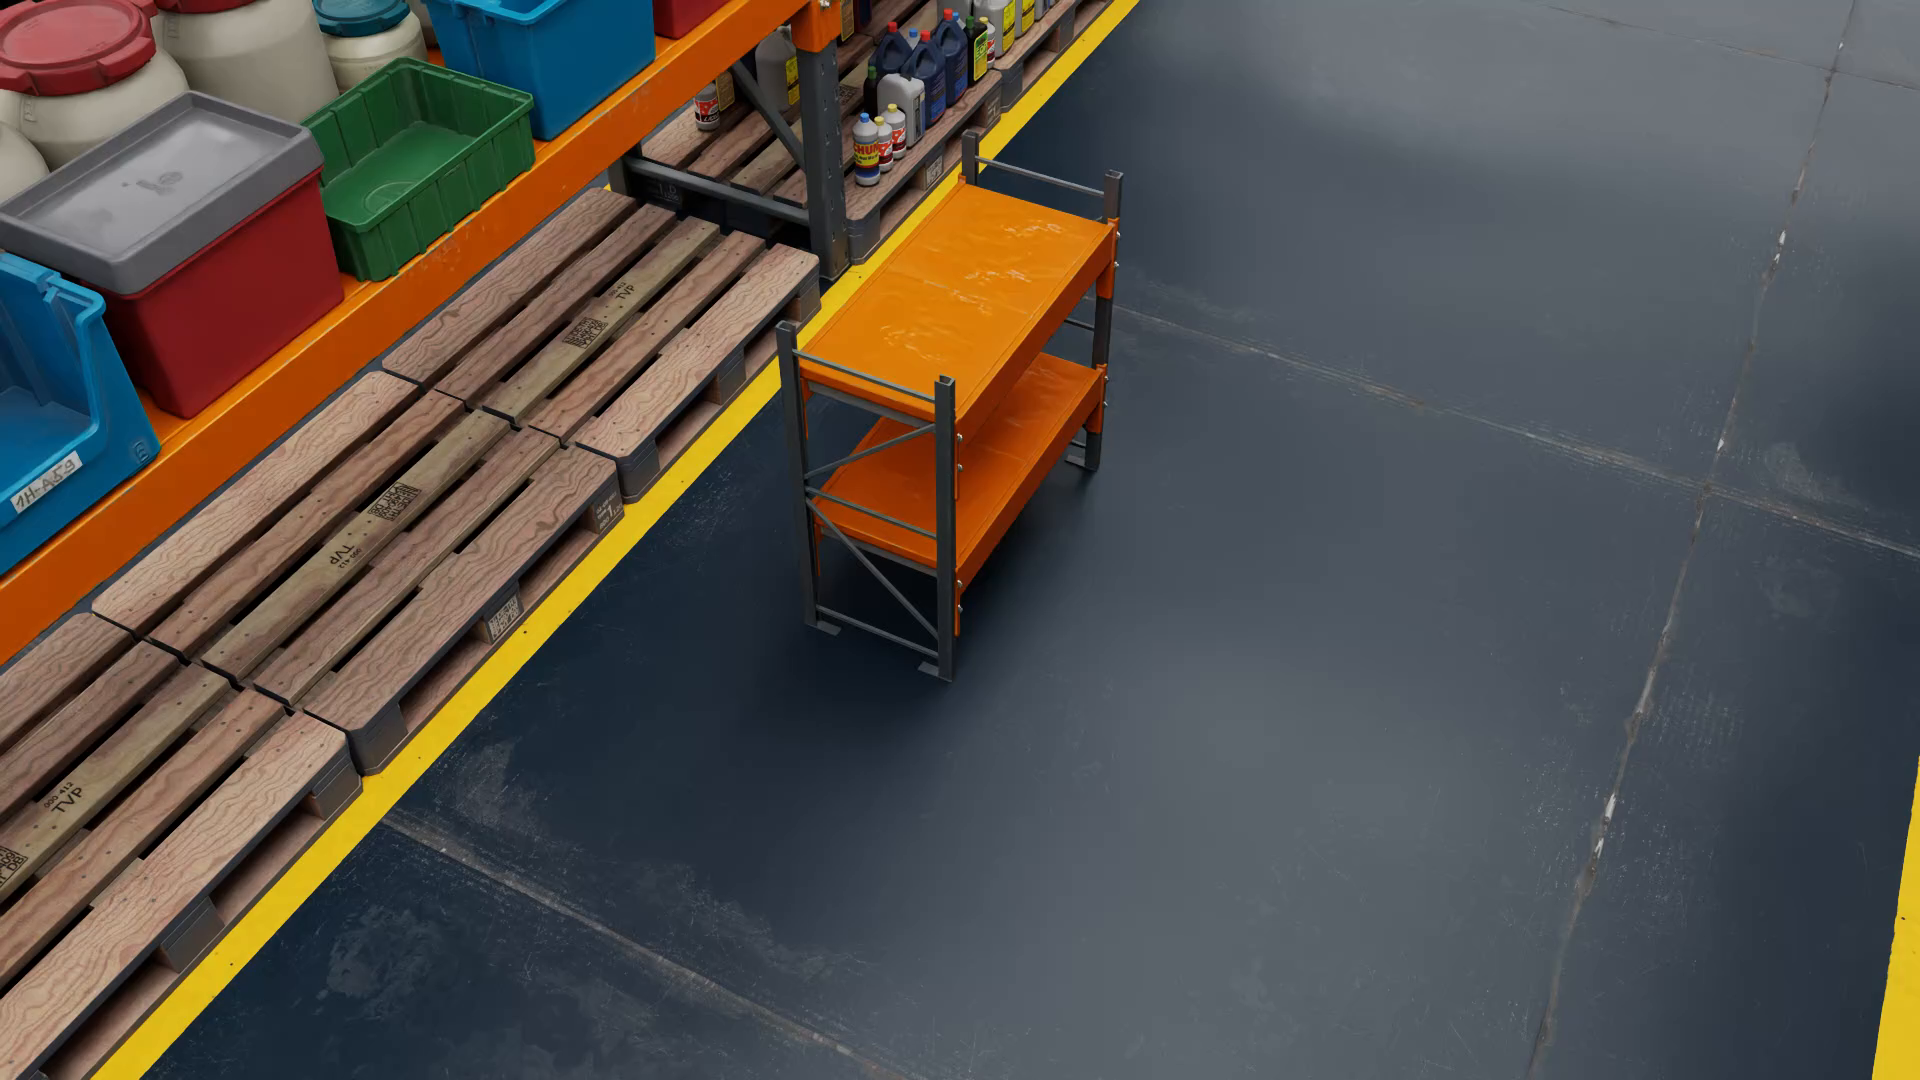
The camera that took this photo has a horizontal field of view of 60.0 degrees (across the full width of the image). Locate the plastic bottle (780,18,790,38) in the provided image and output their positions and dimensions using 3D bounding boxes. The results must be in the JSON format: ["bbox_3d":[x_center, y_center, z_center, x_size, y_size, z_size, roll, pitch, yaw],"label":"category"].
[{"bbox_3d":[-0.753,-2.057,6.727,0.144,0.351,0.185,18,48,17],"label":"plastic bottle"}]

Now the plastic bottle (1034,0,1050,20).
[{"bbox_3d":[0.301,-2.390,7.109,0.152,0.276,0.135,19,48,18],"label":"plastic bottle"}]

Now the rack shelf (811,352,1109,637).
[{"bbox_3d":[-0.003,-0.219,5.020,0.538,0.278,1.000,20,49,19],"label":"rack shelf"}]

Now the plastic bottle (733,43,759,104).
[{"bbox_3d":[-0.842,-1.936,6.608,0.144,0.351,0.185,19,48,18],"label":"plastic bottle"}]

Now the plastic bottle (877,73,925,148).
[{"bbox_3d":[-0.224,-1.678,6.405,0.152,0.276,0.135,22,49,20],"label":"plastic bottle"}]

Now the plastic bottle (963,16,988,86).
[{"bbox_3d":[0.057,-1.992,6.710,0.061,0.283,0.133,23,50,21],"label":"plastic bottle"}]

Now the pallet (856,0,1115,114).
[{"bbox_3d":[0.028,-2.412,7.486,1.003,0.211,1.213,20,49,19],"label":"pallet"}]

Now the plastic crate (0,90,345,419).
[{"bbox_3d":[-1.722,-0.631,3.720,0.402,0.464,0.583,20,49,19],"label":"plastic crate"}]

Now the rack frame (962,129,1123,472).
[{"bbox_3d":[0.233,-0.711,5.162,0.500,1.125,0.032,20,49,19],"label":"rack frame"}]

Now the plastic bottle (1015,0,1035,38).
[{"bbox_3d":[0.227,-2.311,6.978,0.144,0.351,0.185,22,49,21],"label":"plastic bottle"}]

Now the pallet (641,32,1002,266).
[{"bbox_3d":[-0.537,-1.641,6.723,1.003,0.211,1.213,20,49,19],"label":"pallet"}]

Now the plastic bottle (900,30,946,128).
[{"bbox_3d":[-0.144,-1.807,6.480,0.144,0.351,0.185,22,49,20],"label":"plastic bottle"}]

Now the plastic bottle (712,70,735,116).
[{"bbox_3d":[-0.955,-1.824,6.544,0.061,0.283,0.133,23,50,21],"label":"plastic bottle"}]

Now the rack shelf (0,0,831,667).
[{"bbox_3d":[-1.815,-0.699,4.338,1.077,0.370,4.000,20,49,19],"label":"rack shelf"}]

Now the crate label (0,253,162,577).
[{"bbox_3d":[-2.042,-0.241,3.354,0.502,0.435,0.616,20,49,19],"label":"crate label"}]

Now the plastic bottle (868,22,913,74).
[{"bbox_3d":[-0.272,-1.854,6.527,0.144,0.351,0.185,20,49,19],"label":"plastic bottle"}]

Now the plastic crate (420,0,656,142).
[{"bbox_3d":[-1.123,-1.408,4.544,0.392,0.384,0.575,20,49,19],"label":"plastic crate"}]

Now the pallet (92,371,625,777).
[{"bbox_3d":[-1.782,0.047,5.055,1.003,0.211,1.213,20,49,19],"label":"pallet"}]

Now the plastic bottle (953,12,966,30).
[{"bbox_3d":[-0.021,-2.003,6.729,0.097,0.271,0.097,0,45,0],"label":"plastic bottle"}]

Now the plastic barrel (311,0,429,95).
[{"bbox_3d":[-1.636,-1.380,4.602,0.301,0.262,0.301,0,45,0],"label":"plastic barrel"}]

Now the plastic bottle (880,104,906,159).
[{"bbox_3d":[-0.256,-1.567,6.348,0.097,0.201,0.097,0,45,0],"label":"plastic bottle"}]

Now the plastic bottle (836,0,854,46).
[{"bbox_3d":[-0.501,-2.219,6.935,0.061,0.283,0.133,20,49,19],"label":"plastic bottle"}]

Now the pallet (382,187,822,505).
[{"bbox_3d":[-1.216,-0.724,5.817,1.003,0.211,1.213,20,49,19],"label":"pallet"}]

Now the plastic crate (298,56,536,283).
[{"bbox_3d":[-1.445,-0.947,4.226,0.450,0.188,0.662,20,49,19],"label":"plastic crate"}]

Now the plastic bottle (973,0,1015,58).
[{"bbox_3d":[0.141,-2.193,6.862,0.144,0.351,0.185,20,49,19],"label":"plastic bottle"}]

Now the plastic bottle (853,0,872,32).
[{"bbox_3d":[-0.430,-2.303,7.018,0.061,0.283,0.133,20,49,19],"label":"plastic bottle"}]

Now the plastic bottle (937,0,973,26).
[{"bbox_3d":[-0.002,-2.200,6.921,0.152,0.276,0.135,20,49,19],"label":"plastic bottle"}]

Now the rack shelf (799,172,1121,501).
[{"bbox_3d":[-0.003,-0.597,4.638,0.538,0.278,1.000,20,49,19],"label":"rack shelf"}]

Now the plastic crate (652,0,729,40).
[{"bbox_3d":[-0.840,-1.828,4.903,0.402,0.464,0.583,20,49,19],"label":"plastic crate"}]

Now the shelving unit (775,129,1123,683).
[{"bbox_3d":[-0.003,-0.391,4.846,0.538,1.125,1.048,20,49,19],"label":"shelving unit"}]

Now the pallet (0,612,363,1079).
[{"bbox_3d":[-2.349,0.813,4.298,1.003,0.211,1.213,20,49,19],"label":"pallet"}]

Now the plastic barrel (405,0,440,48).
[{"bbox_3d":[-1.525,-1.729,4.754,0.433,0.535,0.433,0,45,0],"label":"plastic barrel"}]

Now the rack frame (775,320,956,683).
[{"bbox_3d":[-0.239,-0.071,4.529,0.500,1.125,0.032,20,49,19],"label":"rack frame"}]

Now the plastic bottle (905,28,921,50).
[{"bbox_3d":[-0.184,-1.910,6.638,0.097,0.271,0.097,0,45,0],"label":"plastic bottle"}]

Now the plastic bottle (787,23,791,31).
[{"bbox_3d":[-0.611,-1.998,6.721,0.152,0.276,0.135,20,49,19],"label":"plastic bottle"}]

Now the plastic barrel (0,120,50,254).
[{"bbox_3d":[-2.259,-0.715,3.769,0.421,0.512,0.421,0,45,0],"label":"plastic barrel"}]

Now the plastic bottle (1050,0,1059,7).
[{"bbox_3d":[0.365,-2.477,7.195,0.152,0.276,0.135,21,49,19],"label":"plastic bottle"}]

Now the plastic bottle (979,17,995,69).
[{"bbox_3d":[0.096,-2.044,6.819,0.097,0.201,0.097,0,45,0],"label":"plastic bottle"}]

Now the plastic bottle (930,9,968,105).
[{"bbox_3d":[-0.056,-1.926,6.597,0.144,0.351,0.185,19,48,17],"label":"plastic bottle"}]

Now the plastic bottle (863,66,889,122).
[{"bbox_3d":[-0.319,-1.715,6.437,0.061,0.283,0.133,20,49,19],"label":"plastic bottle"}]

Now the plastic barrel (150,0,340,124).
[{"bbox_3d":[-1.865,-1.267,4.298,0.433,0.535,0.433,0,45,0],"label":"plastic barrel"}]

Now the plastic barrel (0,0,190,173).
[{"bbox_3d":[-2.066,-0.994,4.028,0.433,0.535,0.433,0,45,0],"label":"plastic barrel"}]

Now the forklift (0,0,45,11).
[{"bbox_3d":[-3.931,-2.575,5.734,3.031,2.935,1.130,-17,48,-16],"label":"forklift"}]

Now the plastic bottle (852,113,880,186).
[{"bbox_3d":[-0.350,-1.463,6.196,0.097,0.271,0.097,0,45,0],"label":"plastic bottle"}]

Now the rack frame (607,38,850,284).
[{"bbox_3d":[-0.886,-2.212,5.327,1.000,3.000,0.127,20,49,19],"label":"rack frame"}]

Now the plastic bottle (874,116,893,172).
[{"bbox_3d":[-0.303,-1.503,6.284,0.097,0.201,0.097,0,45,0],"label":"plastic bottle"}]

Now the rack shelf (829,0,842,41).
[{"bbox_3d":[0.042,-3.219,6.828,1.077,0.370,4.000,20,49,19],"label":"rack shelf"}]

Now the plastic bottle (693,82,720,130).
[{"bbox_3d":[-0.994,-1.714,6.493,0.097,0.201,0.097,0,45,0],"label":"plastic bottle"}]

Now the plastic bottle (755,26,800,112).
[{"bbox_3d":[-0.715,-1.889,6.561,0.144,0.351,0.185,20,49,19],"label":"plastic bottle"}]
